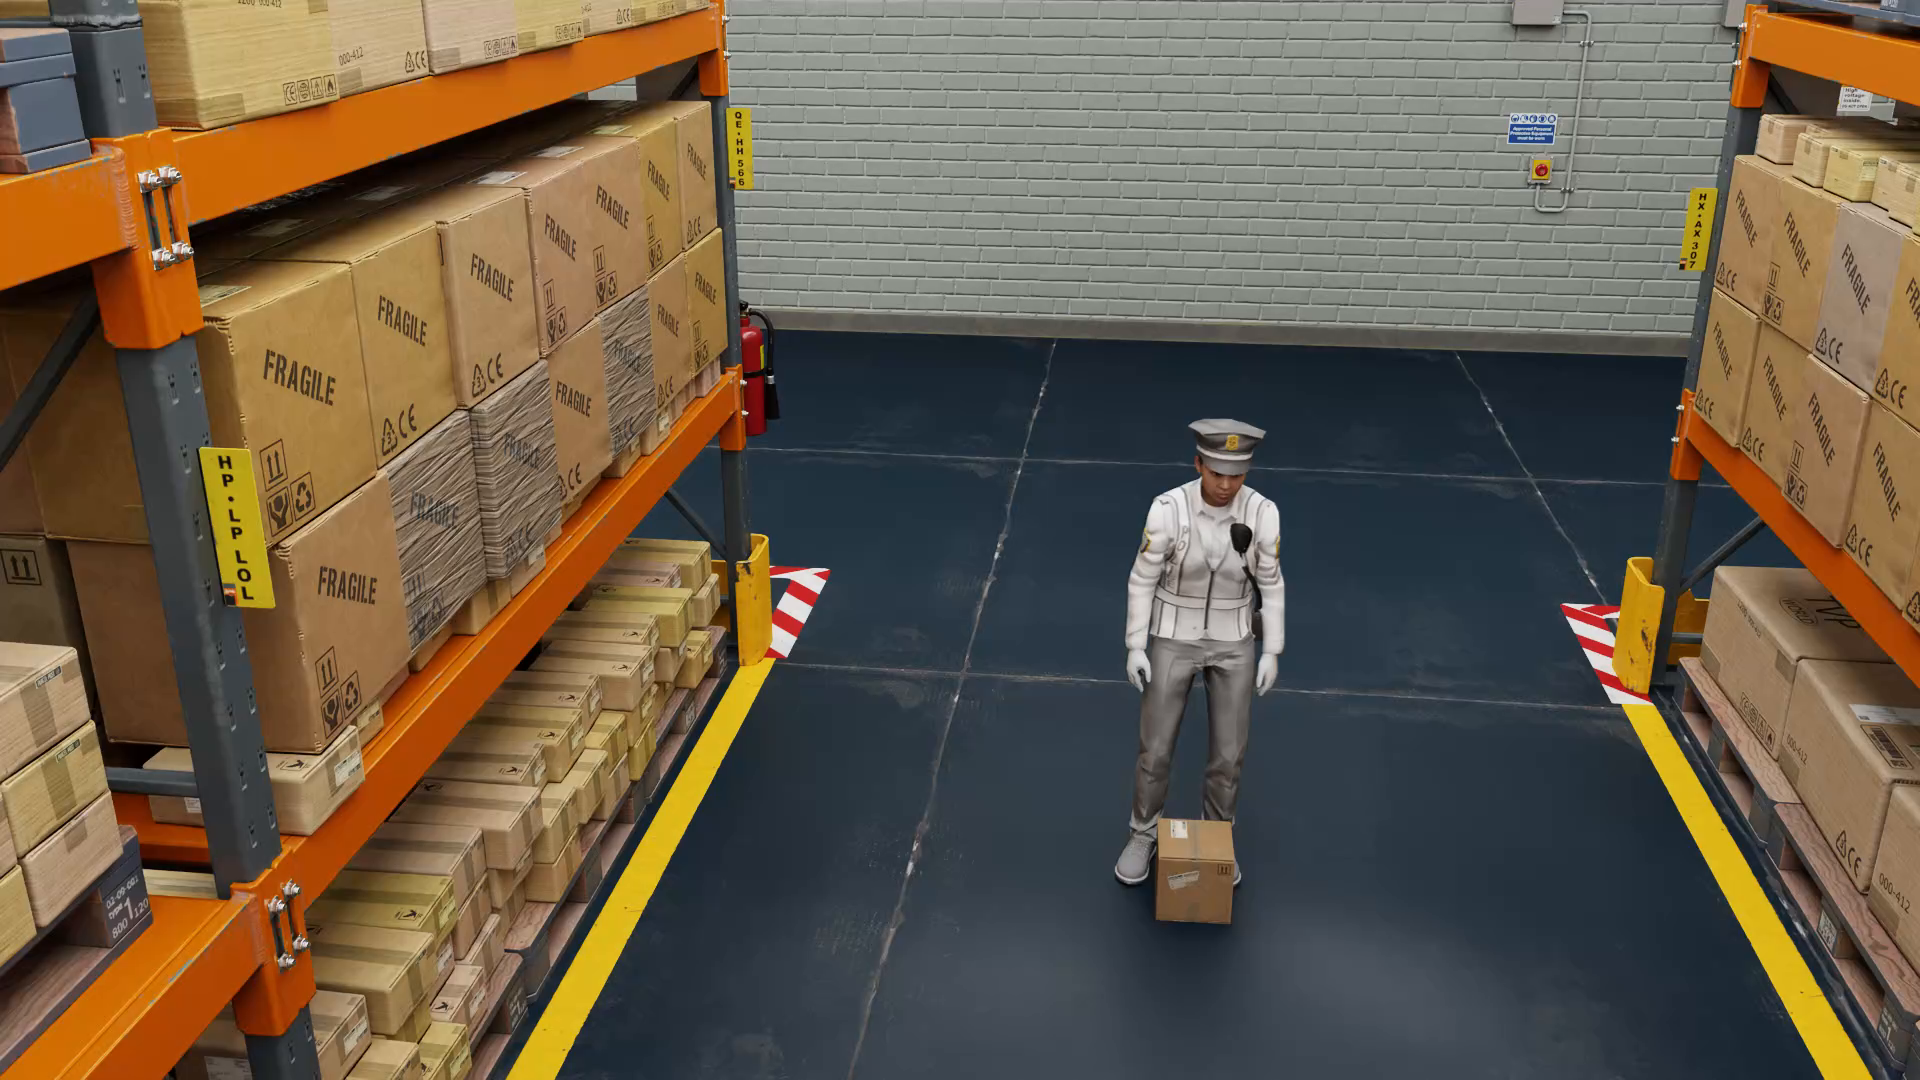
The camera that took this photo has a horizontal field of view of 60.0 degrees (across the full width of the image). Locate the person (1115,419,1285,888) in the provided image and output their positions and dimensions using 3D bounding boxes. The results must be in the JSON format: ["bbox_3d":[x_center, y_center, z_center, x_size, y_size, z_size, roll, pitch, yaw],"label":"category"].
[{"bbox_3d":[0.820,0.377,5.613,0.542,1.662,0.375,1,21,3],"label":"person"}]
